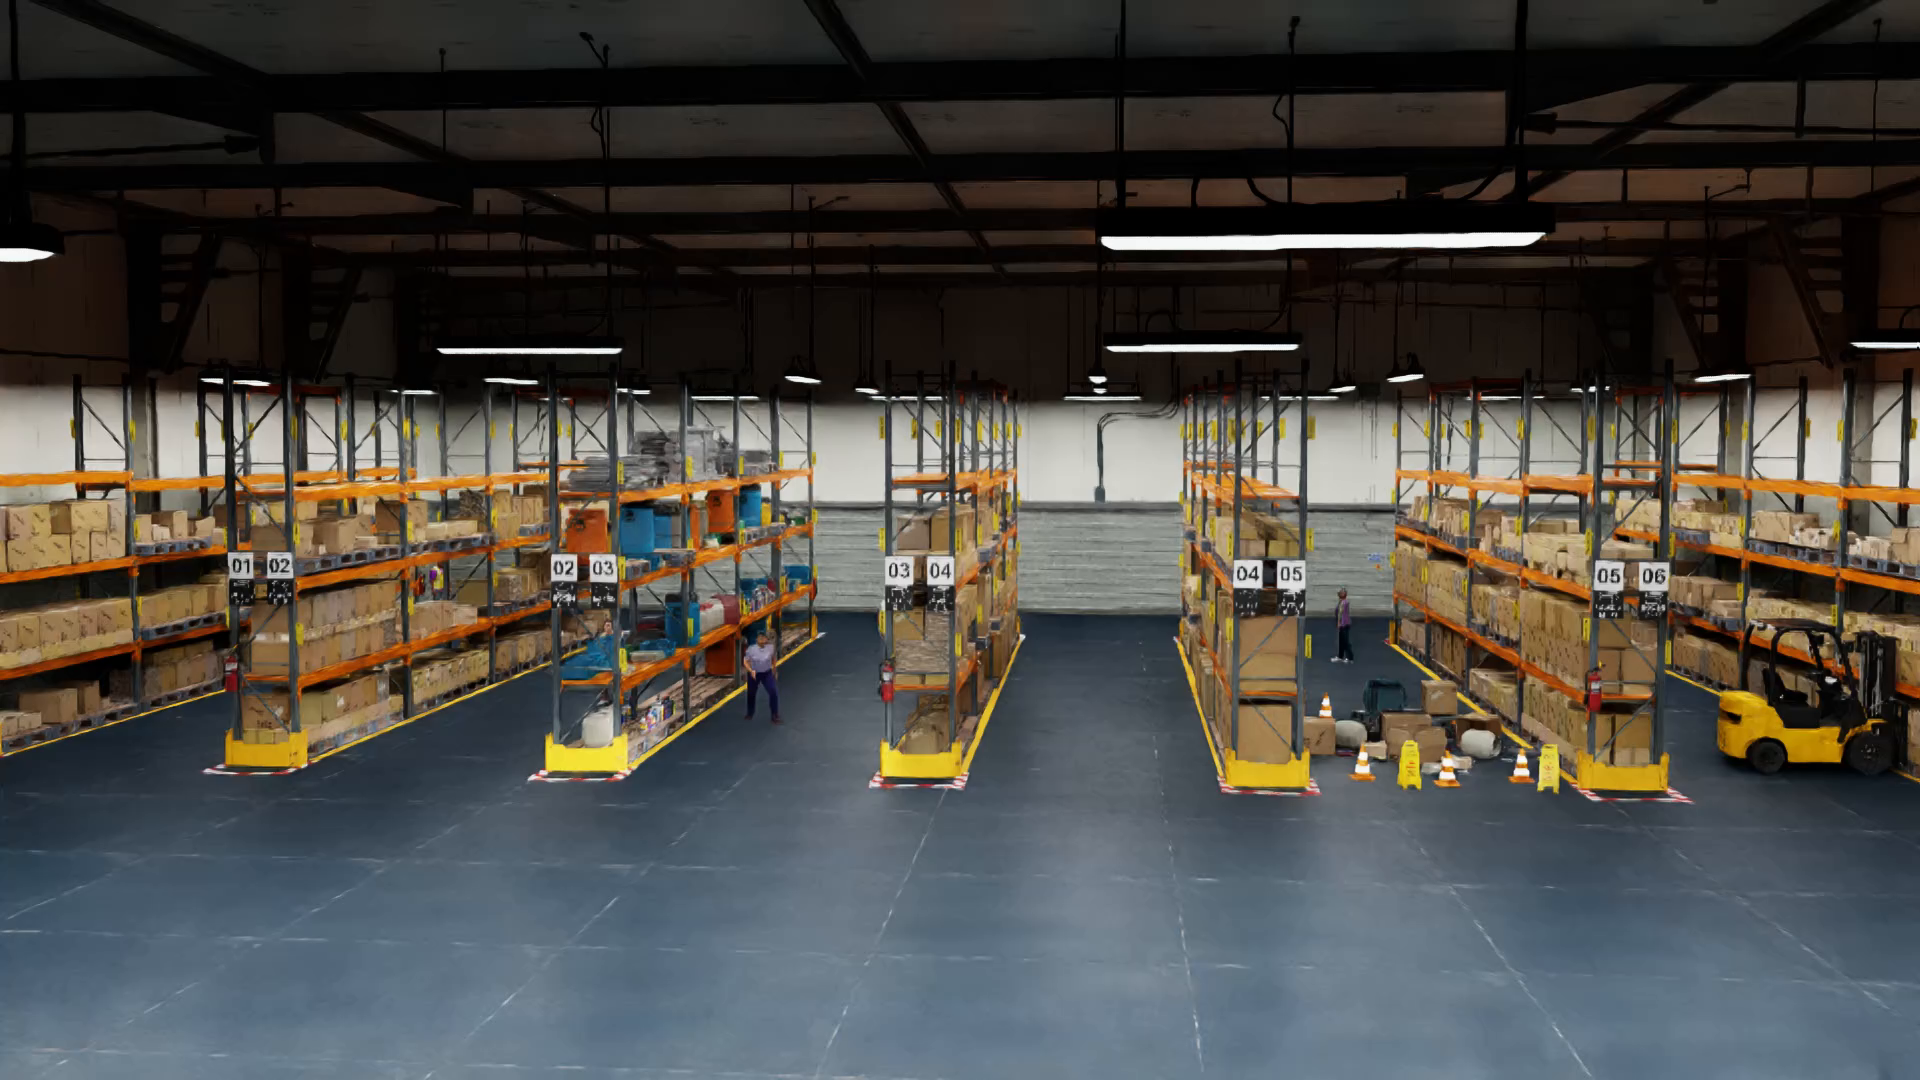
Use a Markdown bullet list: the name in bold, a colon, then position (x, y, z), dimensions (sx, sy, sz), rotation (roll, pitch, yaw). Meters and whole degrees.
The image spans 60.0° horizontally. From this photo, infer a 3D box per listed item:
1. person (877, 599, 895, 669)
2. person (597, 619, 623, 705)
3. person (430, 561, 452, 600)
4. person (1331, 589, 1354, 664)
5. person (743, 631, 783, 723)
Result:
- **person**: position (-1.469, 1.831, 35.061), dimensions (0.562, 1.706, 1.122), rotation (0, 4, 7)
- **person**: position (-6.337, 2.217, 30.162), dimensions (0.580, 1.619, 0.507), rotation (0, 4, 4)
- **person**: position (-13.433, 1.271, 43.216), dimensions (0.568, 1.755, 0.740), rotation (4, 5, 43)
- **person**: position (8.227, 1.840, 35.785), dimensions (0.542, 1.588, 0.540), rotation (2, 4, 26)
- **person**: position (-3.398, 2.326, 28.548), dimensions (0.647, 1.577, 0.821), rotation (-1, 4, -12)
